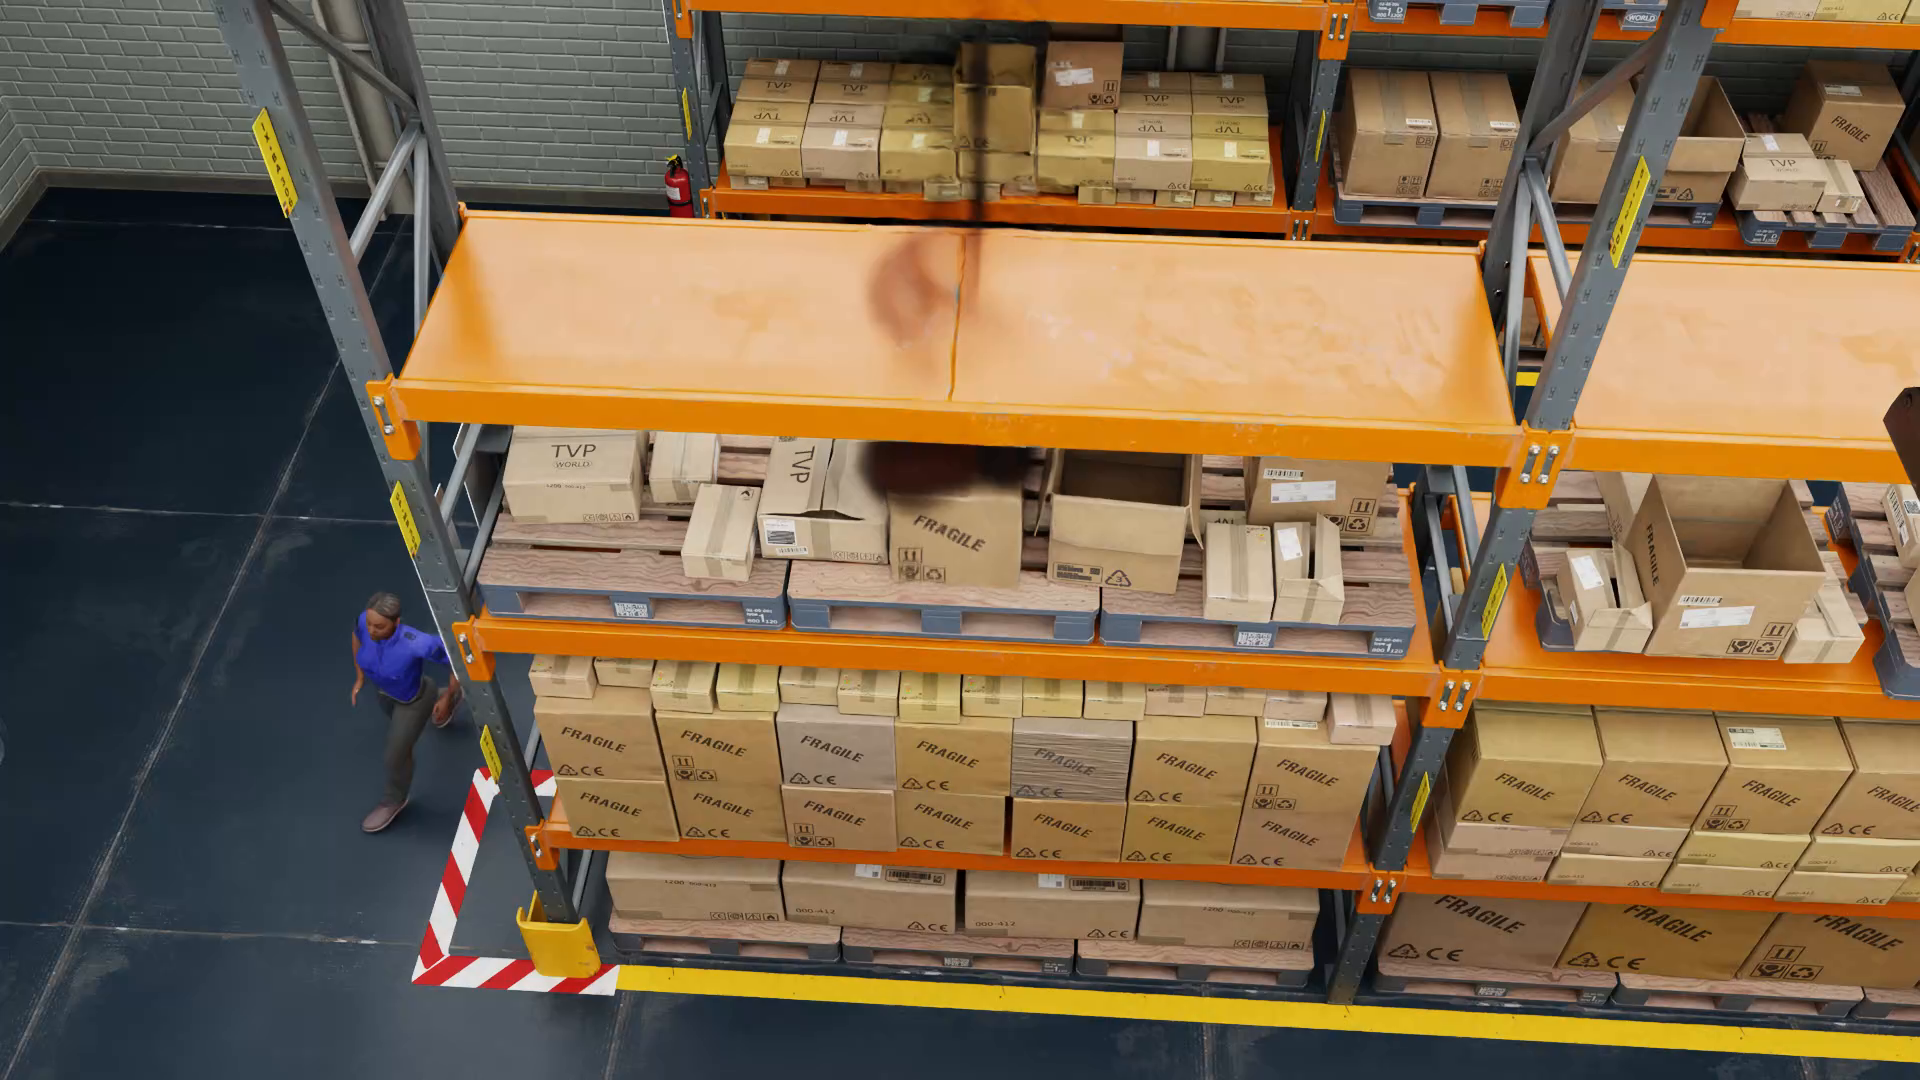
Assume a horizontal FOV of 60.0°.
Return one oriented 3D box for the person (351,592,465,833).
[{"bbox_3d":[-2.948,0.835,8.867,0.643,1.618,0.943,24,52,20],"label":"person"}]
